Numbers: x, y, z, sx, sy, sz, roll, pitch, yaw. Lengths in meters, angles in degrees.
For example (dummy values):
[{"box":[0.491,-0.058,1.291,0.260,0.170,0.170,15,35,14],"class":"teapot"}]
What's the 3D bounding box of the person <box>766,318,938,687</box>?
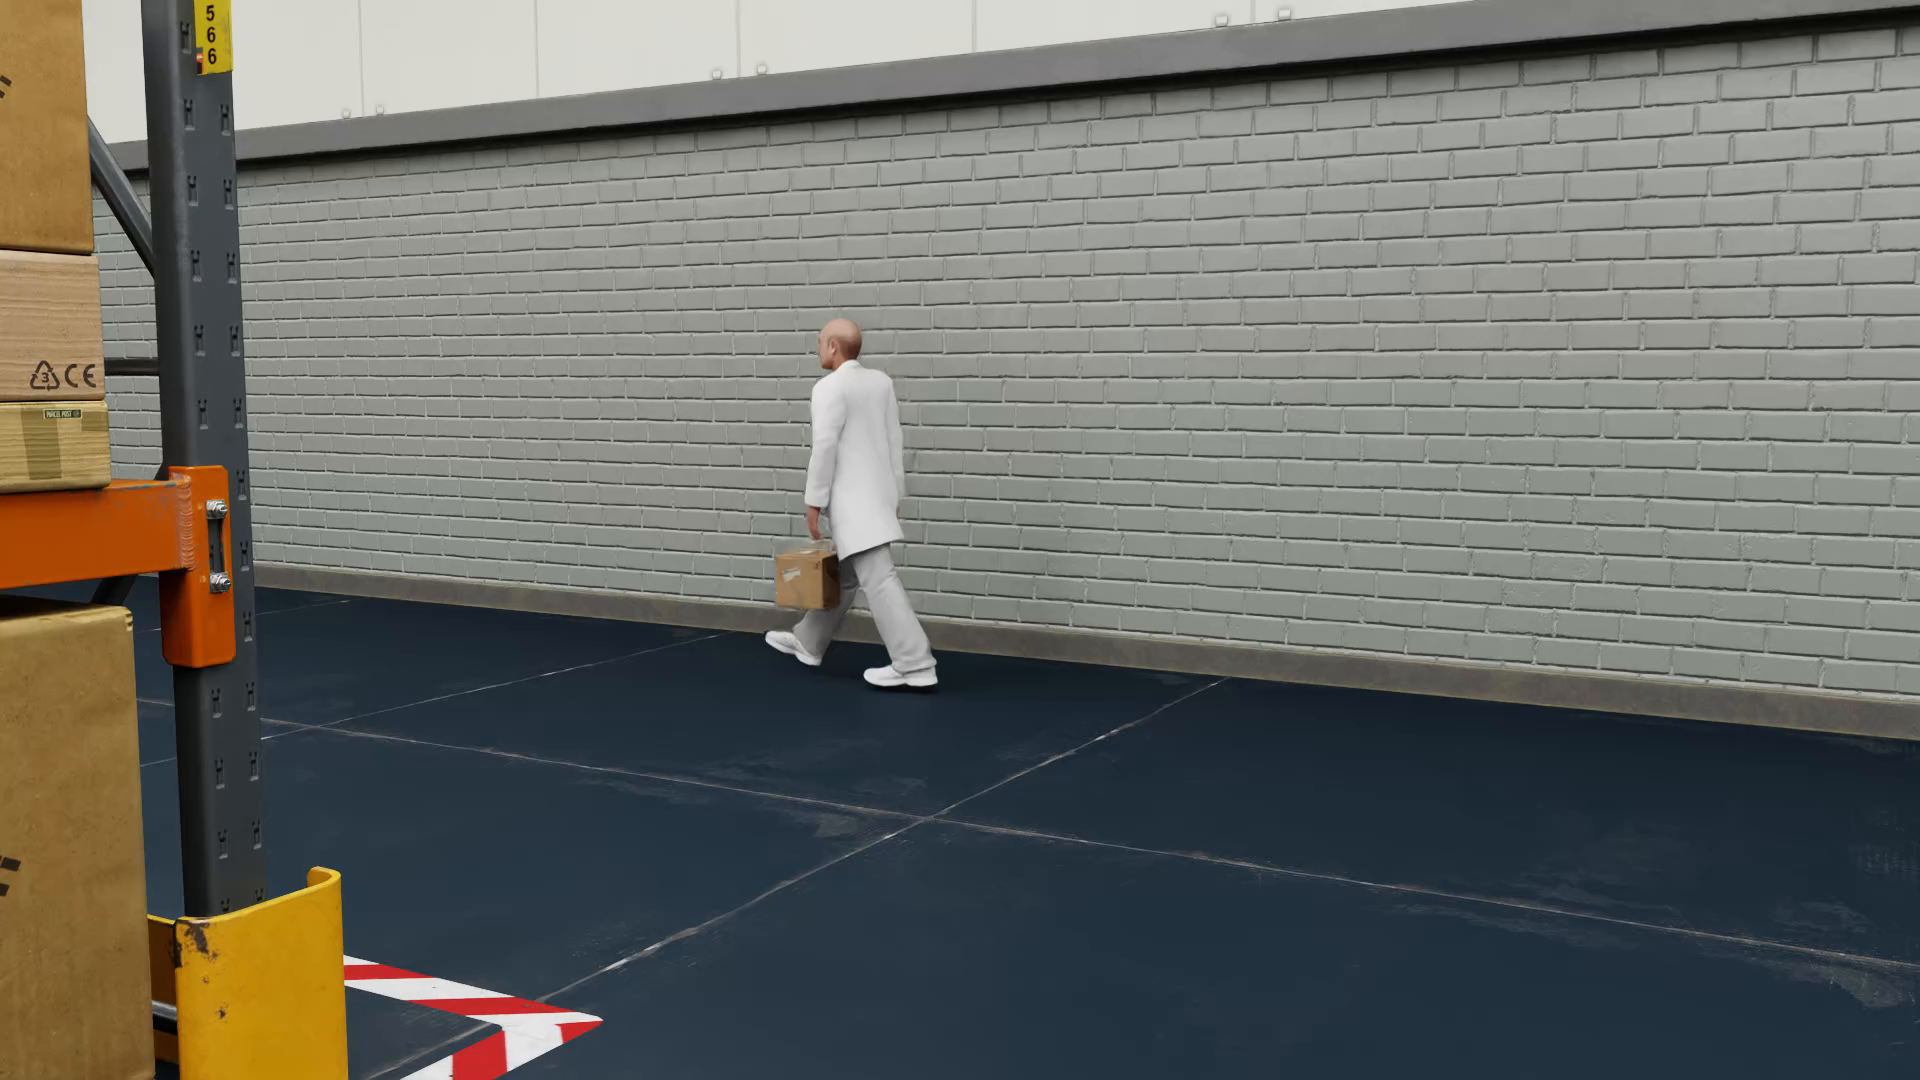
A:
[{"box":[-0.577,-0.191,7.945,1.101,1.723,0.591,3,7,28],"class":"person"}]
